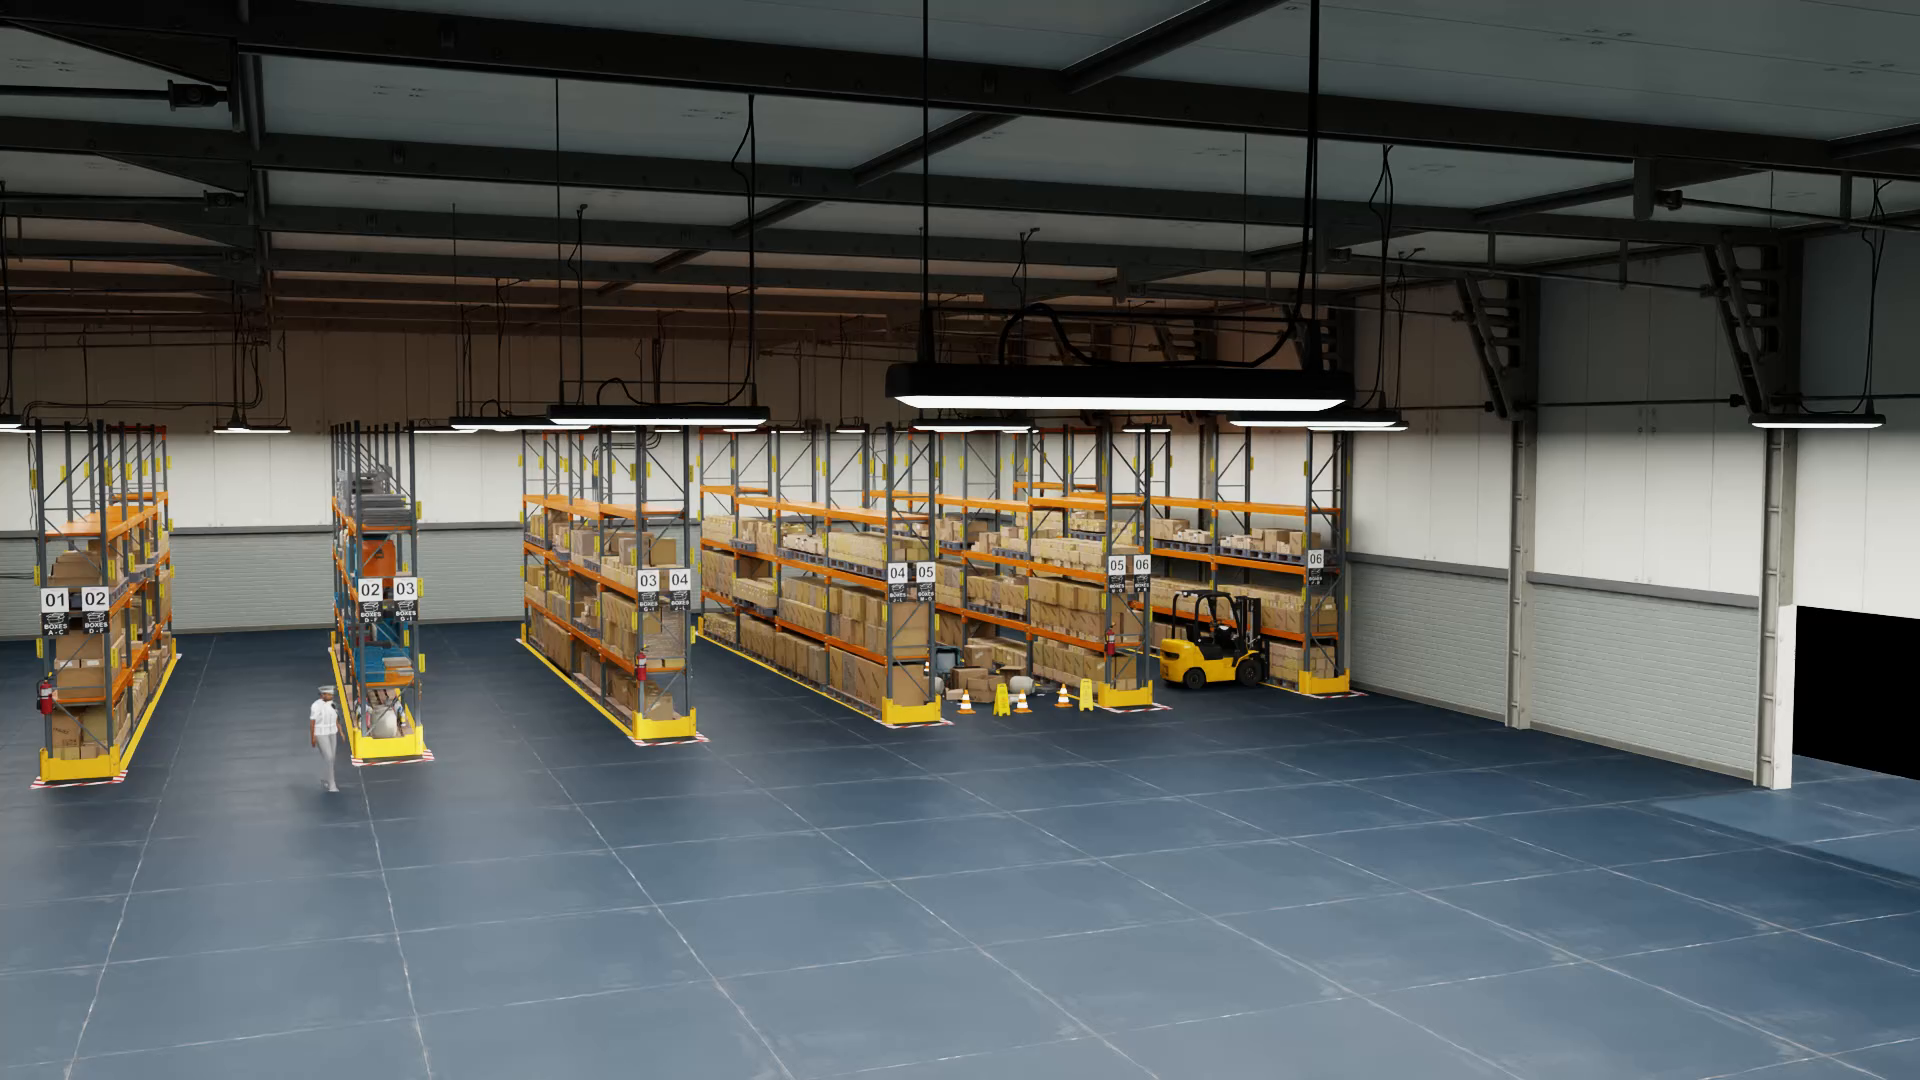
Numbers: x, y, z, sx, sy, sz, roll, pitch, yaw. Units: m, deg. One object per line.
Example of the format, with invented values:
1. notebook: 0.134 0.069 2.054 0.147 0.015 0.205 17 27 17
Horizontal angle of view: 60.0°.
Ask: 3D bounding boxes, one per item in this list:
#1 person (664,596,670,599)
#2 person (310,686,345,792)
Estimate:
1. person: -8.979 1.766 50.354 0.466 1.583 1.061 -1 4 -12
2. person: -10.229 3.219 27.019 0.612 1.694 0.471 2 4 26
